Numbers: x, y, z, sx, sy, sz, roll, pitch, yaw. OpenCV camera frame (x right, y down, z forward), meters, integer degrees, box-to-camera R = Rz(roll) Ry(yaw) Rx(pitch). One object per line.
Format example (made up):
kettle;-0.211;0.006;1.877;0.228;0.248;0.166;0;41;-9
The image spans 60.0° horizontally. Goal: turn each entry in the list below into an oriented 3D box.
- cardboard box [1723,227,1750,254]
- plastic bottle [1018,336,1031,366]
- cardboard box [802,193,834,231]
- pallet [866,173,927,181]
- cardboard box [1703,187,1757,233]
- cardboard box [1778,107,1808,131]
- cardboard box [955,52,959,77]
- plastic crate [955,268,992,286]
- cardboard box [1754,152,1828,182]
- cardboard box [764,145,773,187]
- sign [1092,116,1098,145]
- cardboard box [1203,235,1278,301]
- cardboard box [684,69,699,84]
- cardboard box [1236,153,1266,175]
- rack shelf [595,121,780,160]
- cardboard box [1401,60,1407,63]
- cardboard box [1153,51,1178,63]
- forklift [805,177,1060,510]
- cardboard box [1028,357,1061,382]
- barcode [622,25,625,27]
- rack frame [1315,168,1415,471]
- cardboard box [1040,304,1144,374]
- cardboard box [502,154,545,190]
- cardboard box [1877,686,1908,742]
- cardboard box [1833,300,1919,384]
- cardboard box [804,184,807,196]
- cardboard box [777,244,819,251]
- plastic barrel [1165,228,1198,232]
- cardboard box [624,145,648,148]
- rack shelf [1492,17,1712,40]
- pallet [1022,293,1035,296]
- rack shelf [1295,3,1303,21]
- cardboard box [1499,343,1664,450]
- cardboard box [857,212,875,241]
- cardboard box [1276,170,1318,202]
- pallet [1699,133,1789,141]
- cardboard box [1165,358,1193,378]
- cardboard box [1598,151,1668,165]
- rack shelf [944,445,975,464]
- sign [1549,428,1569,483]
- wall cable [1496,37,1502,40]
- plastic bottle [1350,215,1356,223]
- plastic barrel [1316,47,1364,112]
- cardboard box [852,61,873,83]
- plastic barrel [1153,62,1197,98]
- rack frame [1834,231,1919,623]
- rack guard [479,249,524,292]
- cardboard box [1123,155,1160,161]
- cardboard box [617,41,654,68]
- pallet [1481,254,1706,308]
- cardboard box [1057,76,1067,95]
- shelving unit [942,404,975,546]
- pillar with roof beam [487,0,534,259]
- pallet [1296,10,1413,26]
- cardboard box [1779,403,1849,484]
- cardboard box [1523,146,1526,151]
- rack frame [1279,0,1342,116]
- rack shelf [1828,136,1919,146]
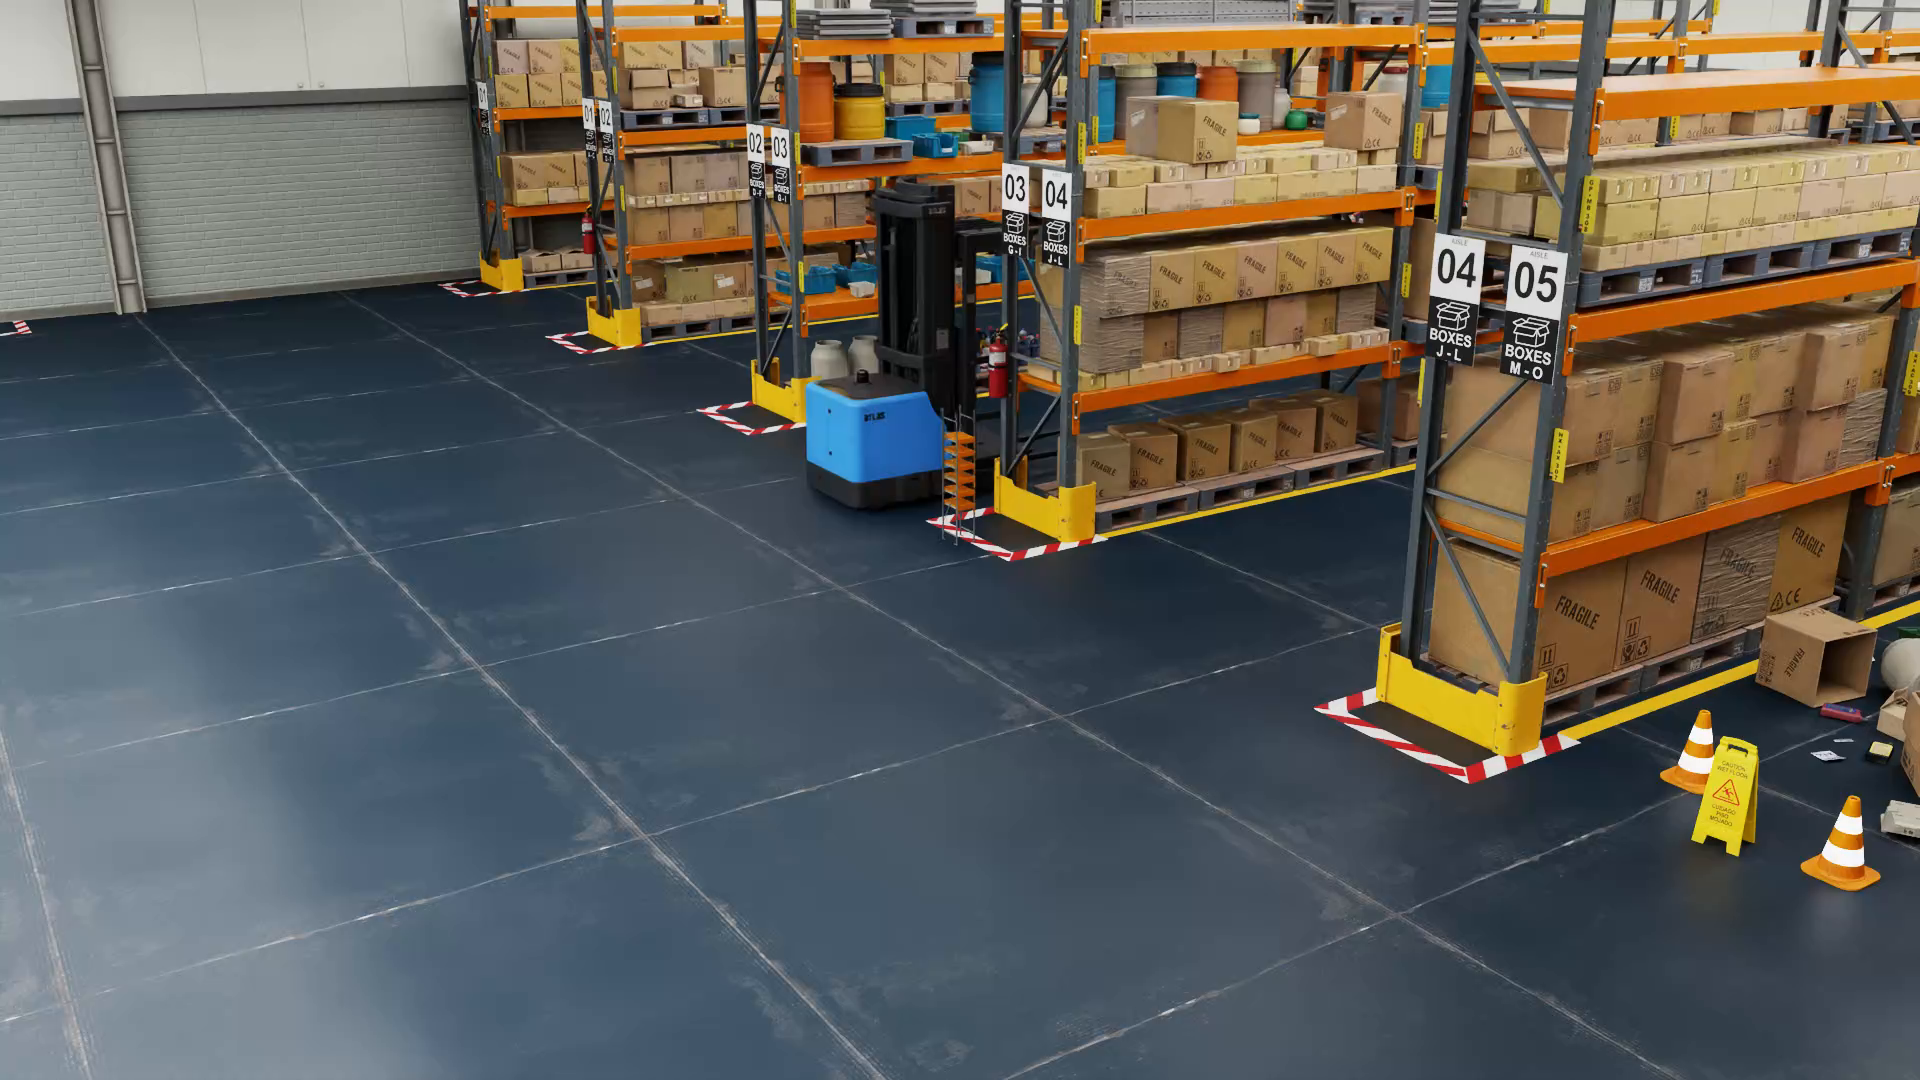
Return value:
cardboard box;4.857;-1.961;10.757;0.250;0.149;0.380;-12;22;-32
plastic bottle;0.773;-2.318;20.368;0.185;0.351;0.144;-13;23;-34
cardboard box;-2.212;-4.788;24.067;0.500;0.500;0.700;-12;22;-32
pallet;-1.332;-6.699;30.175;1.003;0.211;1.213;-12;22;-31
cardboard box;4.728;-2.148;10.688;0.500;0.250;0.500;-12;22;-32
cardboard box;9.753;-5.082;19.893;0.500;0.311;0.500;-13;23;-33
cardboard box;-0.429;-8.720;30.327;0.500;0.500;0.700;-14;23;-36
plastic crate;0.096;-3.111;19.674;0.437;0.136;0.530;-12;22;-31
cardboard box;5.496;-2.474;11.031;0.250;0.149;0.380;-12;22;-32
cardboard box;-2.615;-5.319;23.614;0.500;0.500;0.700;-12;22;-31
sign;1.606;-4.865;19.755;0.005;0.325;0.100;-12;22;-31
cardboard box;2.558;-2.510;15.304;0.500;0.500;0.500;-12;22;-31
cardboard box;-4.424;-7.561;27.556;0.500;0.500;0.500;-11;22;-30
cardboard box;2.553;-3.411;15.079;0.250;0.149;0.380;-13;23;-33
rack shelf;-3.078;-5.643;23.192;4.000;0.370;1.077;-12;22;-31
cardboard box;7.730;-8.810;29.720;0.500;0.500;0.700;-12;22;-31
cardboard box;3.152;-7.816;26.780;0.500;0.500;0.500;-12;22;-31
forklift;0.027;-2.004;16.097;3.031;2.935;1.130;-12;22;-31
cardboard box;0.821;-1.546;15.027;0.250;0.149;0.380;-12;22;-31
barcode;-5.533;-8.430;27.347;0.075;0.075;0.001;-12;22;-31
rack frame;4.037;-2.264;16.759;0.127;3.000;1.000;-12;22;-31
cardboard box;1.171;-1.838;14.876;0.500;0.500;0.875;-12;22;-31
cardboard box;-6.912;-5.832;26.344;0.500;0.500;0.500;-12;22;-31
cardboard box;6.258;1.171;10.867;0.258;0.266;0.396;-8;20;-22
cardboard box;7.092;-1.530;12.869;0.500;0.500;0.700;-12;22;-32
cardboard box;-2.368;-4.985;23.639;0.250;0.149;0.380;-12;22;-32
cardboard box;-2.381;-4.078;24.591;0.500;0.500;0.500;-12;22;-31
plastic barrel;2.845;-3.893;21.363;0.433;0.535;0.433;0;19;0
cardboard box;-5.496;-6.329;27.815;0.500;0.500;0.500;-11;22;-30
rack shelf;9.665;-7.662;25.106;4.000;0.370;1.077;-12;22;-31
pallet;1.224;-4.164;26.731;1.213;0.211;1.003;-12;22;-31
rack shelf;6.944;-9.176;28.964;4.000;0.370;1.077;-12;22;-31
cardboard box;4.080;-0.974;11.023;0.550;0.550;0.875;-12;22;-31
cardboard box;-1.862;-5.768;30.337;0.500;0.500;0.700;-12;22;-31
cardboard box;2.935;-3.284;15.325;0.500;0.250;0.500;-12;22;-32
pallet;8.819;-4.626;19.355;1.213;0.211;1.003;-11;21;-29
cardboard box;1.912;-1.598;15.180;0.250;0.149;0.380;-12;22;-31
cardboard box;4.497;-2.515;11.153;0.250;0.149;0.380;-12;22;-32
rack shelf;-0.012;-0.751;14.482;0.180;0.103;0.258;-12;22;-31
sign;3.640;-0.513;10.105;0.005;0.325;0.100;-12;22;-31
wall cable;10.807;-10.624;36.969;0.112;2.526;3.097;-12;22;-31
plastic bottle;5.625;-4.561;23.863;0.097;0.201;0.097;0;19;0
plastic barrel;5.129;-6.216;22.439;0.708;0.830;0.600;-12;22;-31
cardboard box;-1.929;-8.220;29.498;0.637;0.503;0.797;-9;20;-24
plastic barrel;2.711;-5.626;21.235;0.708;0.901;0.600;-12;22;-31
rack frame;6.681;-0.920;12.782;0.127;3.000;1.000;-12;22;-31
rack guard;-7.413;-4.364;26.872;0.348;0.500;1.175;-12;22;-31
cardboard box;1.678;-3.384;14.998;0.250;0.149;0.380;-12;22;-31
cardboard box;-5.287;-7.836;26.807;0.500;0.500;0.500;-13;23;-33
pallet;3.954;-1.728;10.627;1.213;0.211;1.003;-12;22;-31
cardboard box;1.585;-7.073;25.878;0.500;0.250;0.500;-14;23;-35
shelving unit;-0.012;-0.566;14.545;0.189;1.200;0.258;-12;22;-31
pillar with roof beam;-5.000;-7.580;23.114;0.400;9.000;9.100;-12;22;-31
pallet;5.273;-6.976;22.247;1.003;0.211;1.213;-12;22;-31
cardboard box;5.932;-0.820;12.252;0.550;0.550;0.875;-12;22;-31
cardboard box;5.992;-4.121;17.801;0.500;0.250;0.500;-11;22;-30
rack frame;4.654;-7.136;21.801;0.127;3.000;1.000;-12;22;-31
rack shelf;12.389;-5.106;21.604;4.000;0.370;1.077;-12;22;-31
